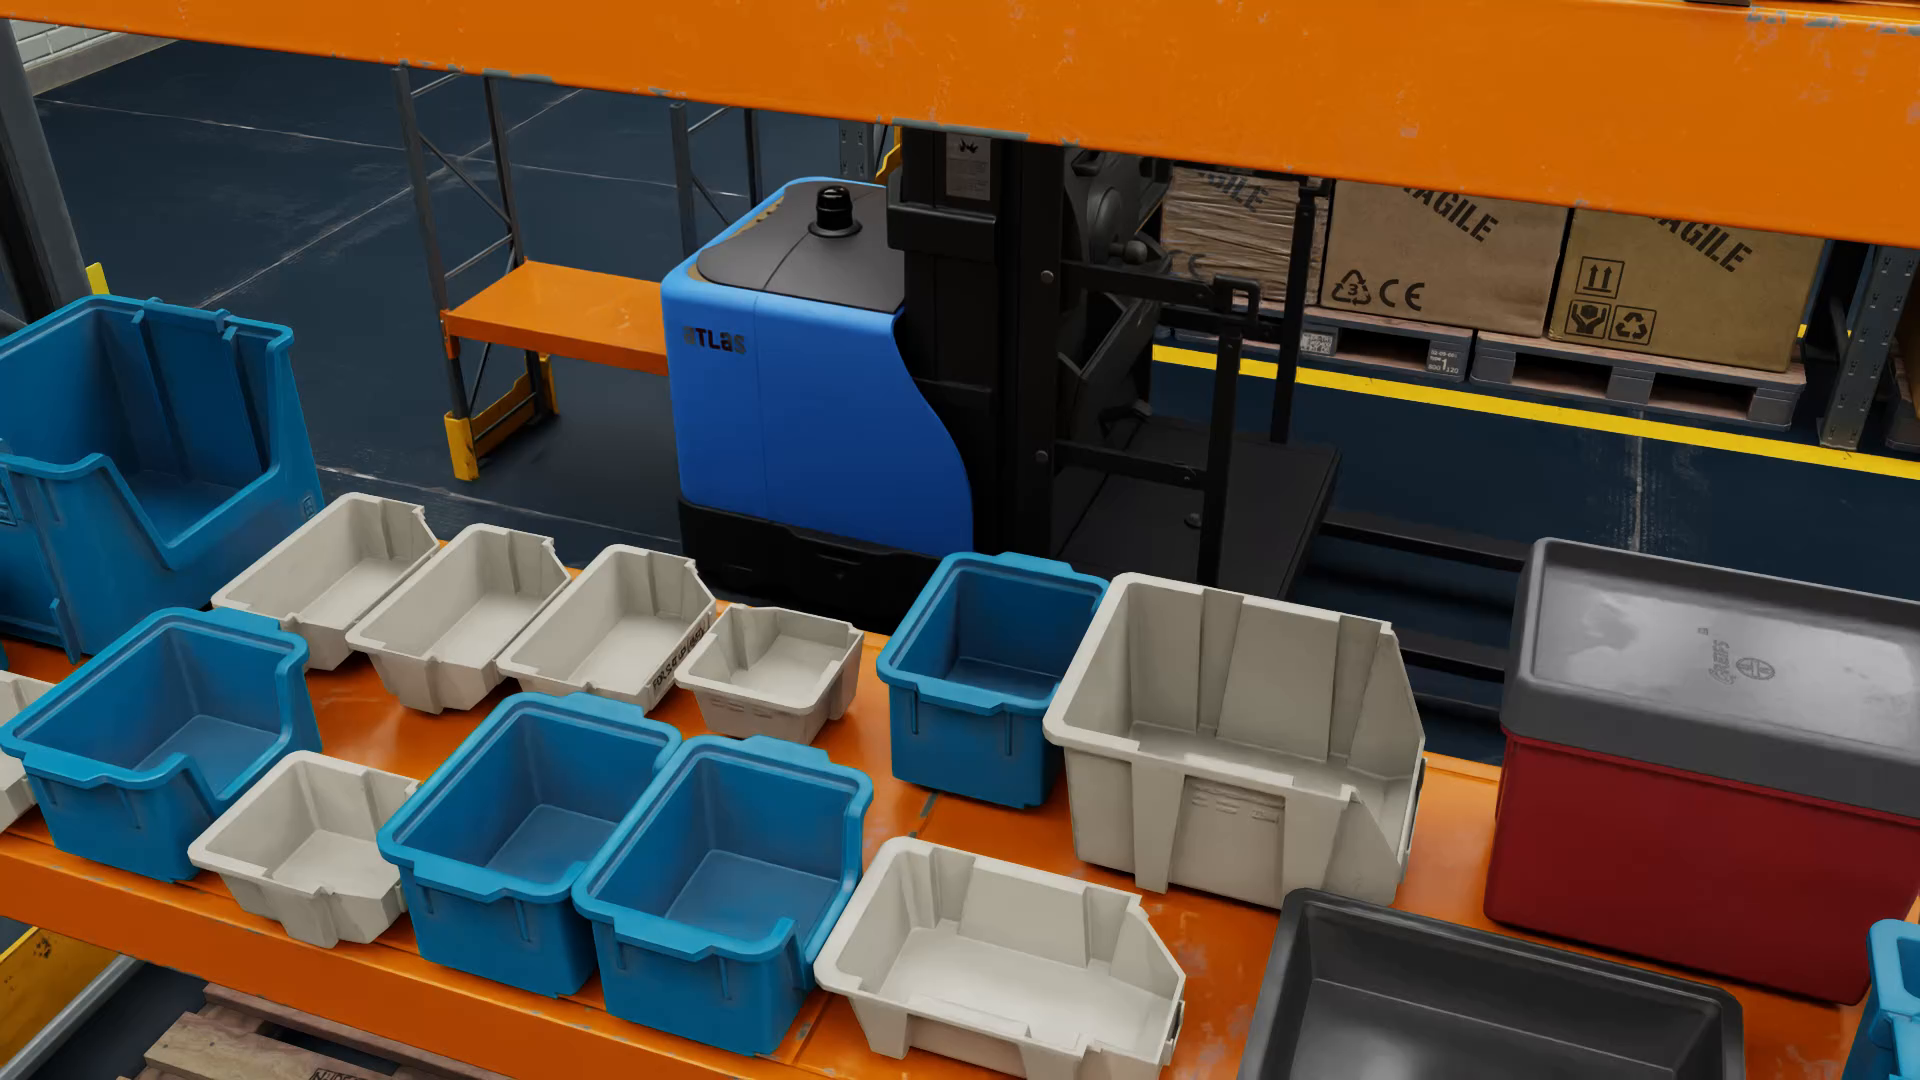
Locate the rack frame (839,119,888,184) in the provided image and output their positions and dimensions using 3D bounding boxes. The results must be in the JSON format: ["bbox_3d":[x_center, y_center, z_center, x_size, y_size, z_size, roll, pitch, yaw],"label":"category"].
[{"bbox_3d":[-0.287,-2.586,6.990,0.127,3.000,1.000,11,34,16],"label":"rack frame"}]

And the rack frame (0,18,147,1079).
[{"bbox_3d":[-1.957,-0.057,3.073,0.127,3.000,1.000,11,34,16],"label":"rack frame"}]

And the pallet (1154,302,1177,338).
[{"bbox_3d":[0.493,-1.308,7.582,1.213,0.211,1.003,11,34,16],"label":"pallet"}]

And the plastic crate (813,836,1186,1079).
[{"bbox_3d":[0.067,0.595,2.251,0.466,0.136,0.293,11,34,16],"label":"plastic crate"}]

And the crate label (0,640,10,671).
[{"bbox_3d":[-1.836,0.201,2.772,0.303,0.233,0.416,11,34,16],"label":"crate label"}]

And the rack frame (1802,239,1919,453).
[{"bbox_3d":[3.479,-1.854,5.857,0.127,3.000,1.000,11,34,16],"label":"rack frame"}]

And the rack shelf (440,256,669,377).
[{"bbox_3d":[-1.244,-0.748,5.857,1.000,0.185,0.538,12,35,18],"label":"rack shelf"}]

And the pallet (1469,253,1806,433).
[{"bbox_3d":[2.790,-0.862,6.890,1.213,0.211,1.003,11,34,16],"label":"pallet"}]

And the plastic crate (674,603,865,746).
[{"bbox_3d":[-0.305,0.229,2.818,0.250,0.136,0.298,11,34,16],"label":"plastic crate"}]

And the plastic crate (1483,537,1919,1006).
[{"bbox_3d":[1.052,0.331,2.357,0.583,0.464,0.402,11,34,16],"label":"plastic crate"}]

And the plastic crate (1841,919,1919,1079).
[{"bbox_3d":[1.253,0.745,1.790,0.575,0.384,0.392,11,34,16],"label":"plastic crate"}]

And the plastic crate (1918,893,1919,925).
[{"bbox_3d":[1.418,0.602,2.240,0.243,0.136,0.396,11,34,16],"label":"plastic crate"}]

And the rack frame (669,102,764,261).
[{"bbox_3d":[-0.771,-0.798,5.604,0.032,1.500,0.500,12,35,18],"label":"rack frame"}]

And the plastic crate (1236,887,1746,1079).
[{"bbox_3d":[0.664,0.698,2.103,0.590,0.125,0.437,11,34,16],"label":"plastic crate"}]

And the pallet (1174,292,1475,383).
[{"bbox_3d":[1.637,-1.084,7.235,1.213,0.211,1.003,11,34,16],"label":"pallet"}]

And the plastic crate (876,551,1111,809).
[{"bbox_3d":[0.062,0.233,2.723,0.300,0.233,0.416,11,34,16],"label":"plastic crate"}]

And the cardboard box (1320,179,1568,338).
[{"bbox_3d":[2.037,-1.464,6.824,0.875,0.875,0.875,11,34,16],"label":"cardboard box"}]

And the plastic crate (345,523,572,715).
[{"bbox_3d":[-0.861,0.146,2.947,0.243,0.136,0.396,11,34,16],"label":"plastic crate"}]

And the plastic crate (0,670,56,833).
[{"bbox_3d":[-1.562,0.343,2.642,0.298,0.136,0.250,11,34,16],"label":"plastic crate"}]

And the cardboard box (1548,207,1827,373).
[{"bbox_3d":[2.885,-1.300,6.569,0.875,0.875,0.875,11,34,16],"label":"cardboard box"}]

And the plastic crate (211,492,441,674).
[{"bbox_3d":[-1.129,0.085,3.040,0.243,0.136,0.396,11,34,16],"label":"plastic crate"}]

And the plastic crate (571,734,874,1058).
[{"bbox_3d":[-0.314,0.497,2.314,0.300,0.233,0.416,11,34,16],"label":"plastic crate"}]

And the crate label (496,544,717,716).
[{"bbox_3d":[-0.590,0.184,2.887,0.243,0.136,0.396,11,34,16],"label":"crate label"}]

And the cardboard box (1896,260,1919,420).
[{"bbox_3d":[4.088,-1.031,6.153,0.875,0.875,1.225,11,34,17],"label":"cardboard box"}]

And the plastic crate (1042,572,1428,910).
[{"bbox_3d":[0.433,0.326,2.534,0.530,0.282,0.437,11,34,16],"label":"plastic crate"}]

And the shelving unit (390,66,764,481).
[{"bbox_3d":[-1.253,-0.901,5.762,1.083,1.500,0.587,12,35,18],"label":"shelving unit"}]

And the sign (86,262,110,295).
[{"bbox_3d":[-1.787,-0.410,3.469,0.005,0.325,0.100,11,34,16],"label":"sign"}]

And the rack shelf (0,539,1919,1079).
[{"bbox_3d":[-0.075,0.611,2.701,4.000,0.370,1.077,11,34,16],"label":"rack shelf"}]

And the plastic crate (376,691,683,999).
[{"bbox_3d":[-0.597,0.442,2.399,0.300,0.233,0.416,11,34,16],"label":"plastic crate"}]

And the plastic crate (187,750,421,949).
[{"bbox_3d":[-0.924,0.467,2.449,0.298,0.136,0.250,11,34,16],"label":"plastic crate"}]

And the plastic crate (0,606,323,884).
[{"bbox_3d":[-1.216,0.322,2.585,0.300,0.233,0.416,11,34,16],"label":"plastic crate"}]

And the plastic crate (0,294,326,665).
[{"bbox_3d":[-1.579,-0.131,3.100,0.499,0.435,0.616,11,34,16],"label":"plastic crate"}]

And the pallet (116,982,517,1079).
[{"bbox_3d":[-1.194,1.285,3.565,1.213,0.211,1.003,11,34,16],"label":"pallet"}]

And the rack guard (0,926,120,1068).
[{"bbox_3d":[-1.984,0.995,3.748,0.348,0.500,1.175,11,34,16],"label":"rack guard"}]

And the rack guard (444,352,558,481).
[{"bbox_3d":[-1.717,-0.474,6.253,0.087,0.250,0.587,12,35,18],"label":"rack guard"}]

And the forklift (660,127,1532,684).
[{"bbox_3d":[0.646,-1.064,4.696,3.031,2.935,1.130,12,35,18],"label":"forklift"}]

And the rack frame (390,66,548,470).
[{"bbox_3d":[-1.718,-0.999,5.915,0.032,1.500,0.500,12,35,18],"label":"rack frame"}]

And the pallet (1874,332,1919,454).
[{"bbox_3d":[4.231,-0.580,6.454,1.213,0.211,1.003,11,34,16],"label":"pallet"}]

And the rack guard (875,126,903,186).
[{"bbox_3d":[-0.309,-1.541,7.675,0.348,0.500,1.175,11,34,16],"label":"rack guard"}]

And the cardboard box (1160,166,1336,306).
[{"bbox_3d":[1.200,-1.627,7.077,0.875,0.875,0.875,11,34,16],"label":"cardboard box"}]
